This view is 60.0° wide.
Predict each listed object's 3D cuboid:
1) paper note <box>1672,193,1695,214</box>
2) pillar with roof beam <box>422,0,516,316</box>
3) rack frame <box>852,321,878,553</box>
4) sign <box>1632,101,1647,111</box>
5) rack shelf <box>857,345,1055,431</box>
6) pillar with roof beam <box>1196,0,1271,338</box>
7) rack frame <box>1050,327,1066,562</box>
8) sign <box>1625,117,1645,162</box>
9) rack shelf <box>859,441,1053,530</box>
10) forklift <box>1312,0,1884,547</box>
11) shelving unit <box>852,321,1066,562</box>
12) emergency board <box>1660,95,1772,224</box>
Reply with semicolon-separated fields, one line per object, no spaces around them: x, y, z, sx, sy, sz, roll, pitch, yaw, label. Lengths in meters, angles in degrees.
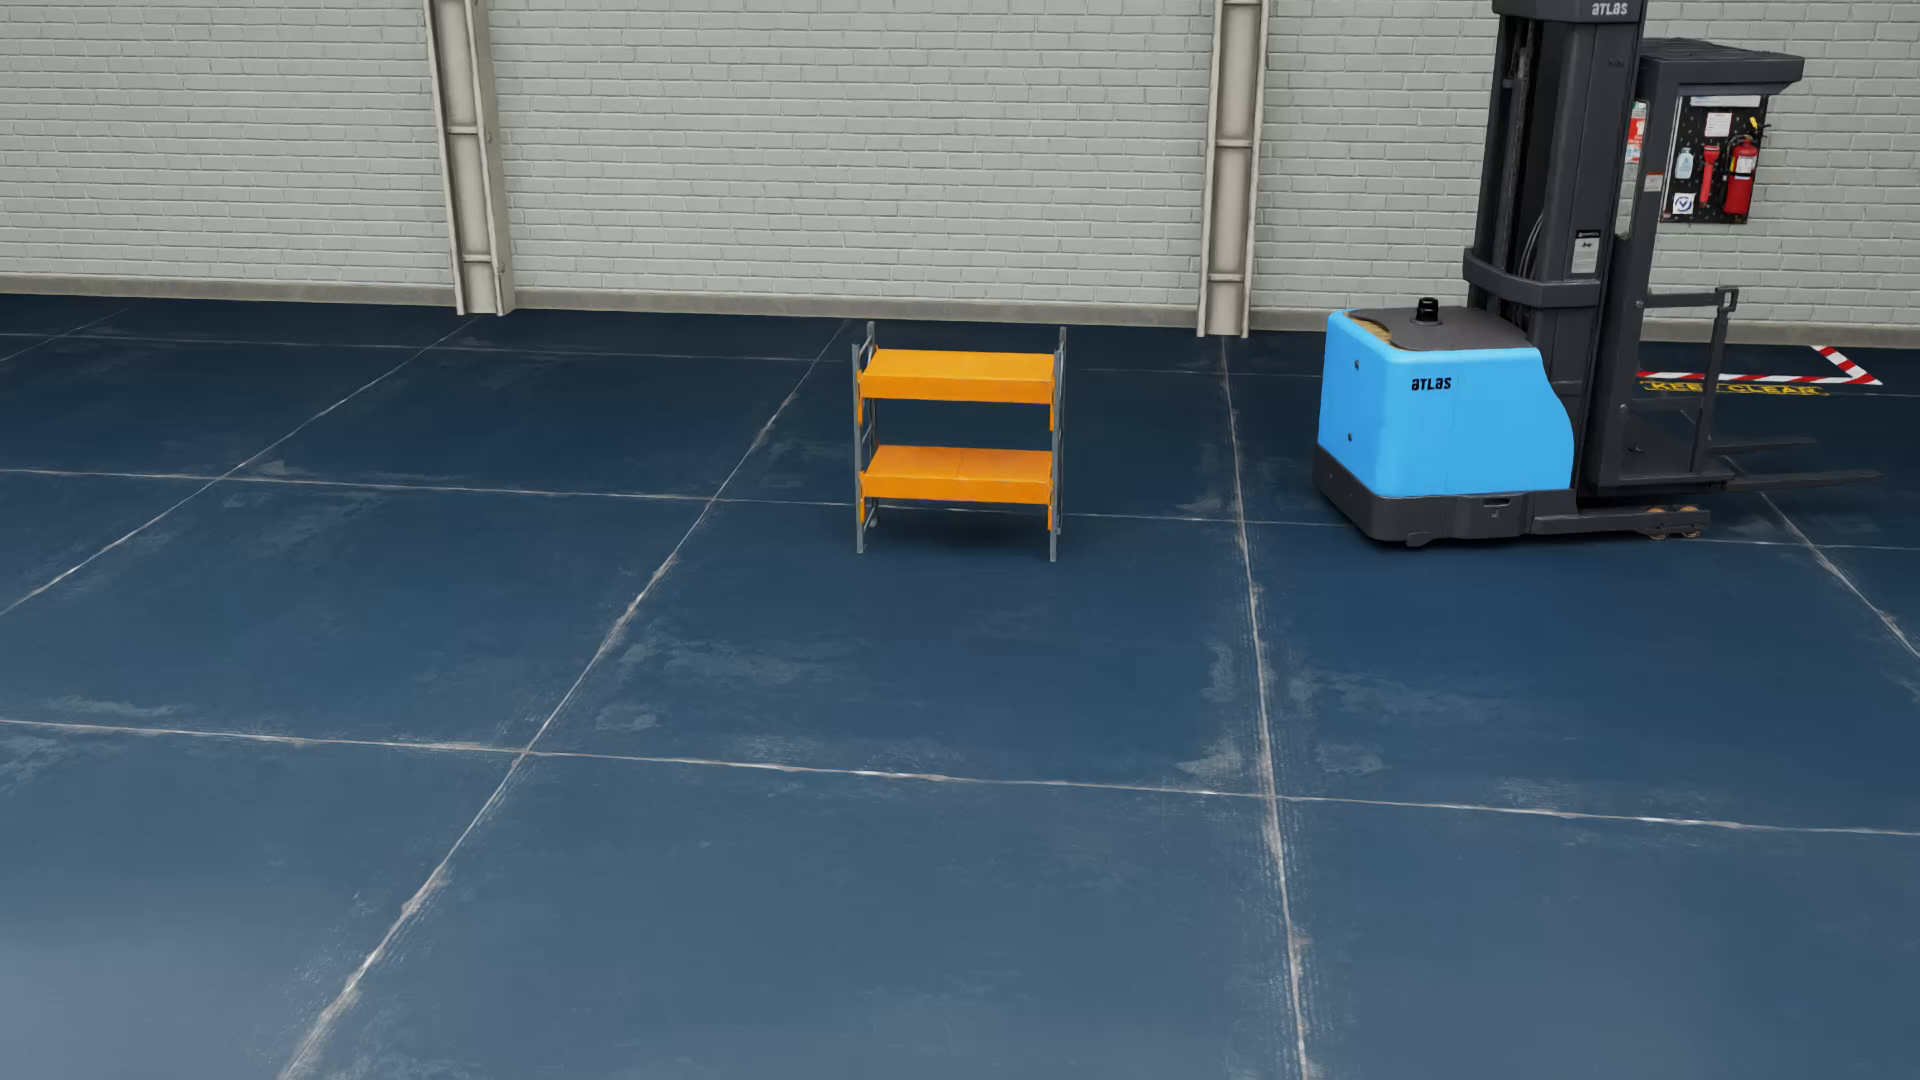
5.400;-2.510;12.407;0.142;0.148;0.016;2;22;6;paper note
-4.406;-4.503;8.091;0.400;9.000;9.100;2;22;6;pillar with roof beam
-0.498;-0.545;8.788;0.032;1.125;0.500;2;22;6;rack frame
5.034;-3.208;12.205;0.331;0.109;0.001;2;22;6;sign
0.007;-0.795;8.625;1.000;0.278;0.538;2;22;6;rack shelf
1.552;-4.244;7.435;0.400;9.000;9.100;2;22;6;pillar with roof beam
0.512;-0.501;8.677;0.032;1.125;0.500;2;22;6;rack frame
5.030;-2.965;12.312;0.234;0.329;0.001;2;22;6;sign
0.007;-0.295;8.822;1.000;0.278;0.538;2;22;6;rack shelf
3.593;-1.556;8.888;3.031;2.935;1.130;-3;22;-8;forklift
0.007;-0.523;8.732;1.048;1.125;0.538;2;22;6;shelving unit
5.567;-2.887;12.162;0.643;1.169;0.194;2;22;6;emergency board
